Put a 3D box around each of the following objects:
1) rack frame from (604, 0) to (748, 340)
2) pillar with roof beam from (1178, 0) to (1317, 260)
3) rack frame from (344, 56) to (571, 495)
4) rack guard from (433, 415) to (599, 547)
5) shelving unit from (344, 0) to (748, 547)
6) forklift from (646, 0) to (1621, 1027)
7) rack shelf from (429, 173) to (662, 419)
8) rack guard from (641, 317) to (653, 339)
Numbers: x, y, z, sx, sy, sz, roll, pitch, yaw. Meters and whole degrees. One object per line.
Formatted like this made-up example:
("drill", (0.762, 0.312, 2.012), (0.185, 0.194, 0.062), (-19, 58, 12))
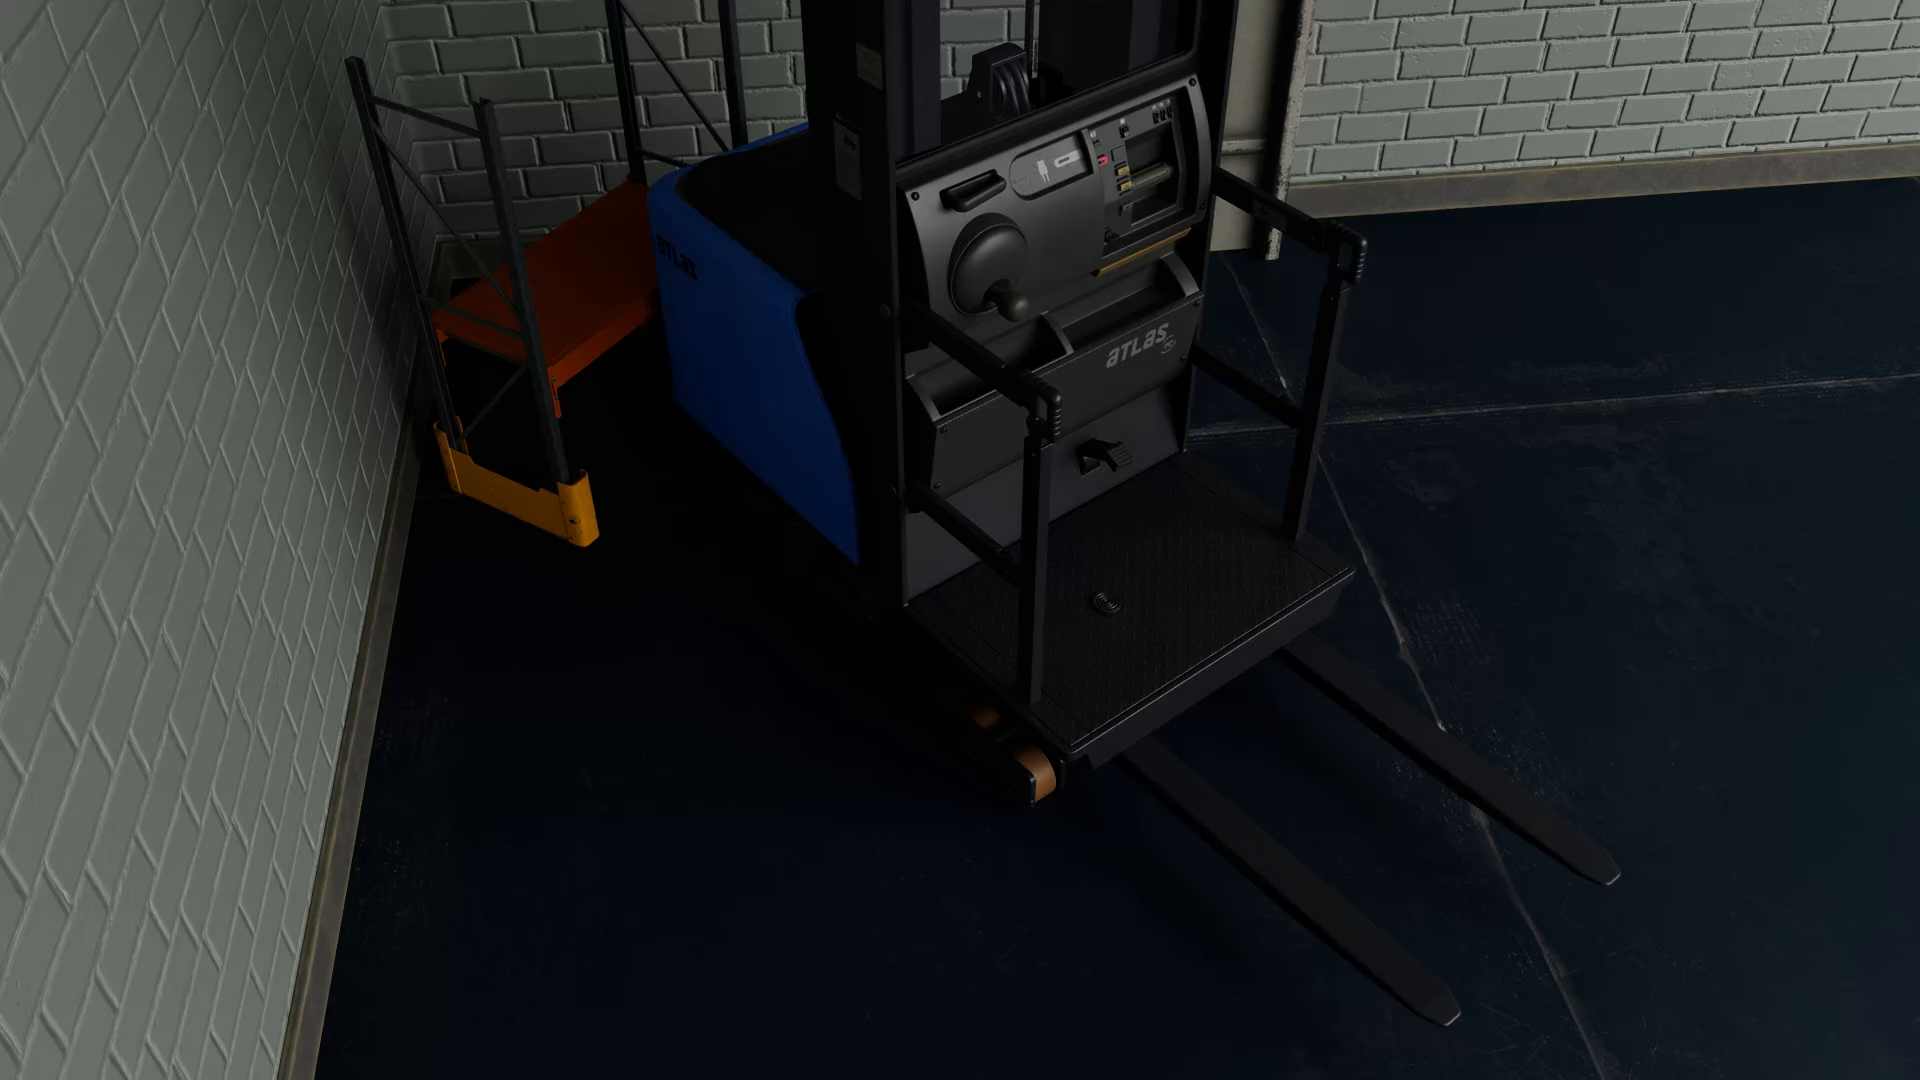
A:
("rack frame", (-0.896, -1.228, 5.492), (0.500, 1.500, 0.032), (22, 46, 22))
("pillar with roof beam", (1.580, -1.660, 0.372), (0.400, 9.000, 9.100), (-5, 42, -6))
("rack frame", (-1.418, -0.644, 4.844), (0.500, 1.500, 0.032), (22, 46, 22))
("rack guard", (-1.408, -0.191, 5.275), (0.587, 0.250, 0.087), (22, 46, 22))
("shelving unit", (-1.152, -0.941, 5.173), (0.587, 1.500, 1.083), (22, 46, 22))
("forklift", (0.391, -0.764, 3.909), (1.130, 2.935, 3.031), (-28, 49, -28))
("rack shelf", (-1.157, -0.802, 5.288), (0.538, 0.185, 1.000), (22, 46, 22))
("rack guard", (-0.897, -0.763, 5.909), (0.587, 0.250, 0.087), (22, 46, 22))
